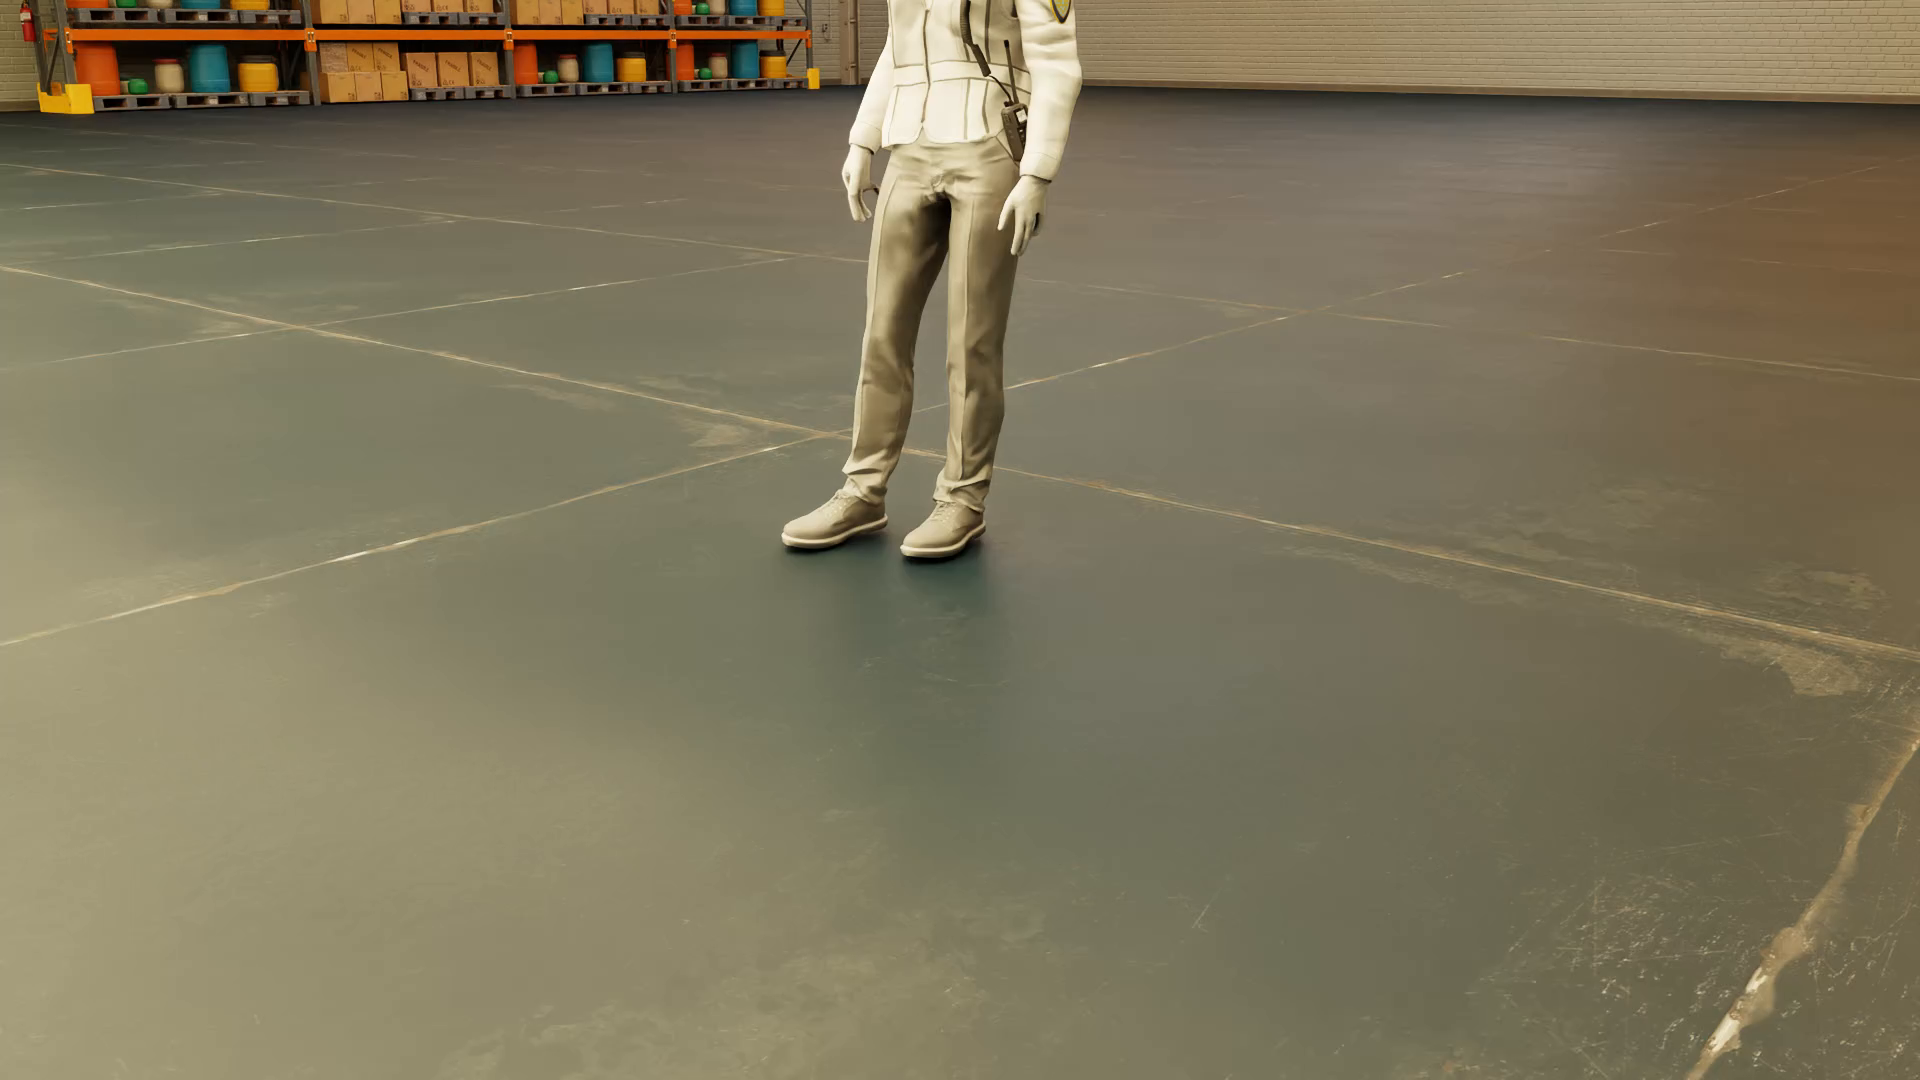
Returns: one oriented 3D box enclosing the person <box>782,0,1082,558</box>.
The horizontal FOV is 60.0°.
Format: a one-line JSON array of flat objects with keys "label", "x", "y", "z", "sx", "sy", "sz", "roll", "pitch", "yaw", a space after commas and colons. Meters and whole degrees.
[{"label": "person", "x": -0.049, "y": -0.803, "z": 3.647, "sx": 0.586, "sy": 1.694, "sz": 0.530, "roll": 13, "pitch": 21, "yaw": 37}]
